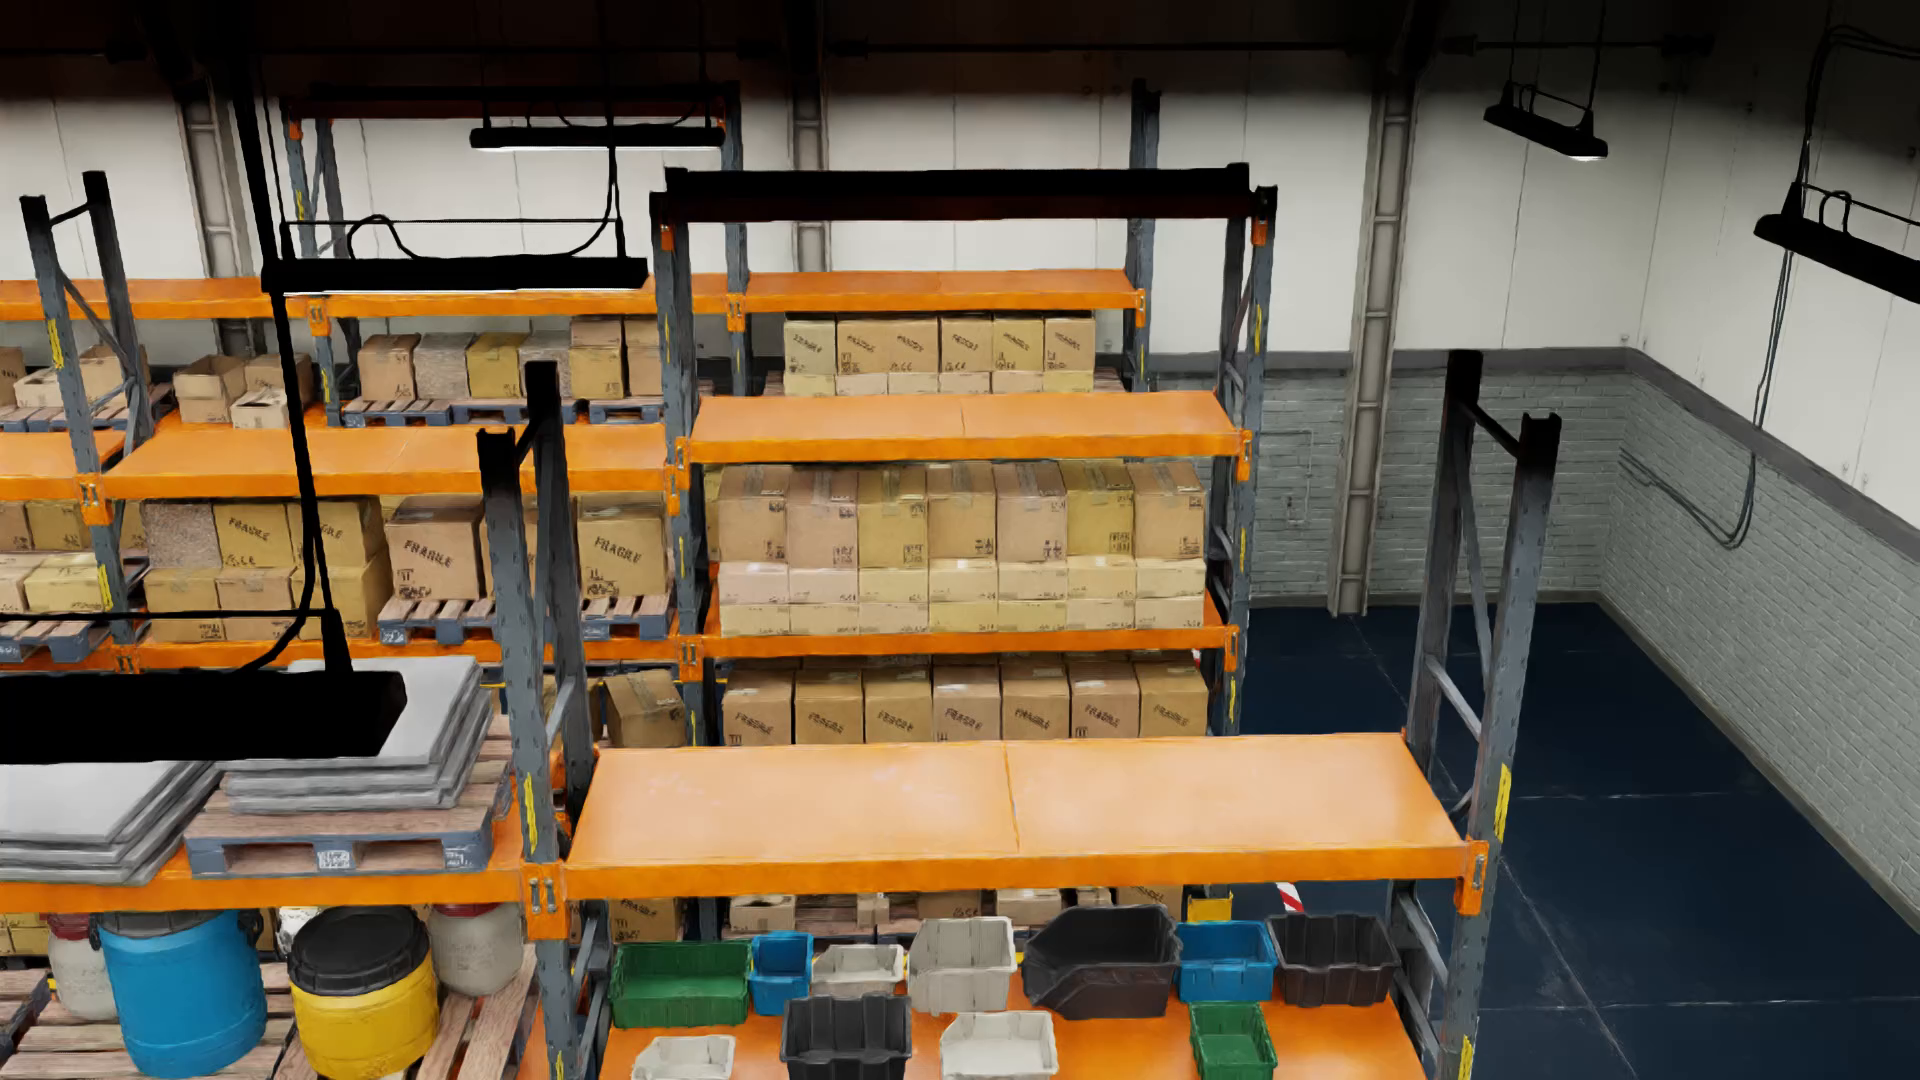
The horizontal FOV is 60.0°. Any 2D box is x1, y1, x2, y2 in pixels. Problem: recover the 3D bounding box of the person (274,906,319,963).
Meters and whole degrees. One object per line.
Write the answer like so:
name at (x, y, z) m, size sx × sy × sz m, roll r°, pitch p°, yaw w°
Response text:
person at (-4.581, 2.972, 11.656) m, size 1.075 × 1.585 × 0.498 m, roll -2°, pitch 22°, yaw -4°
